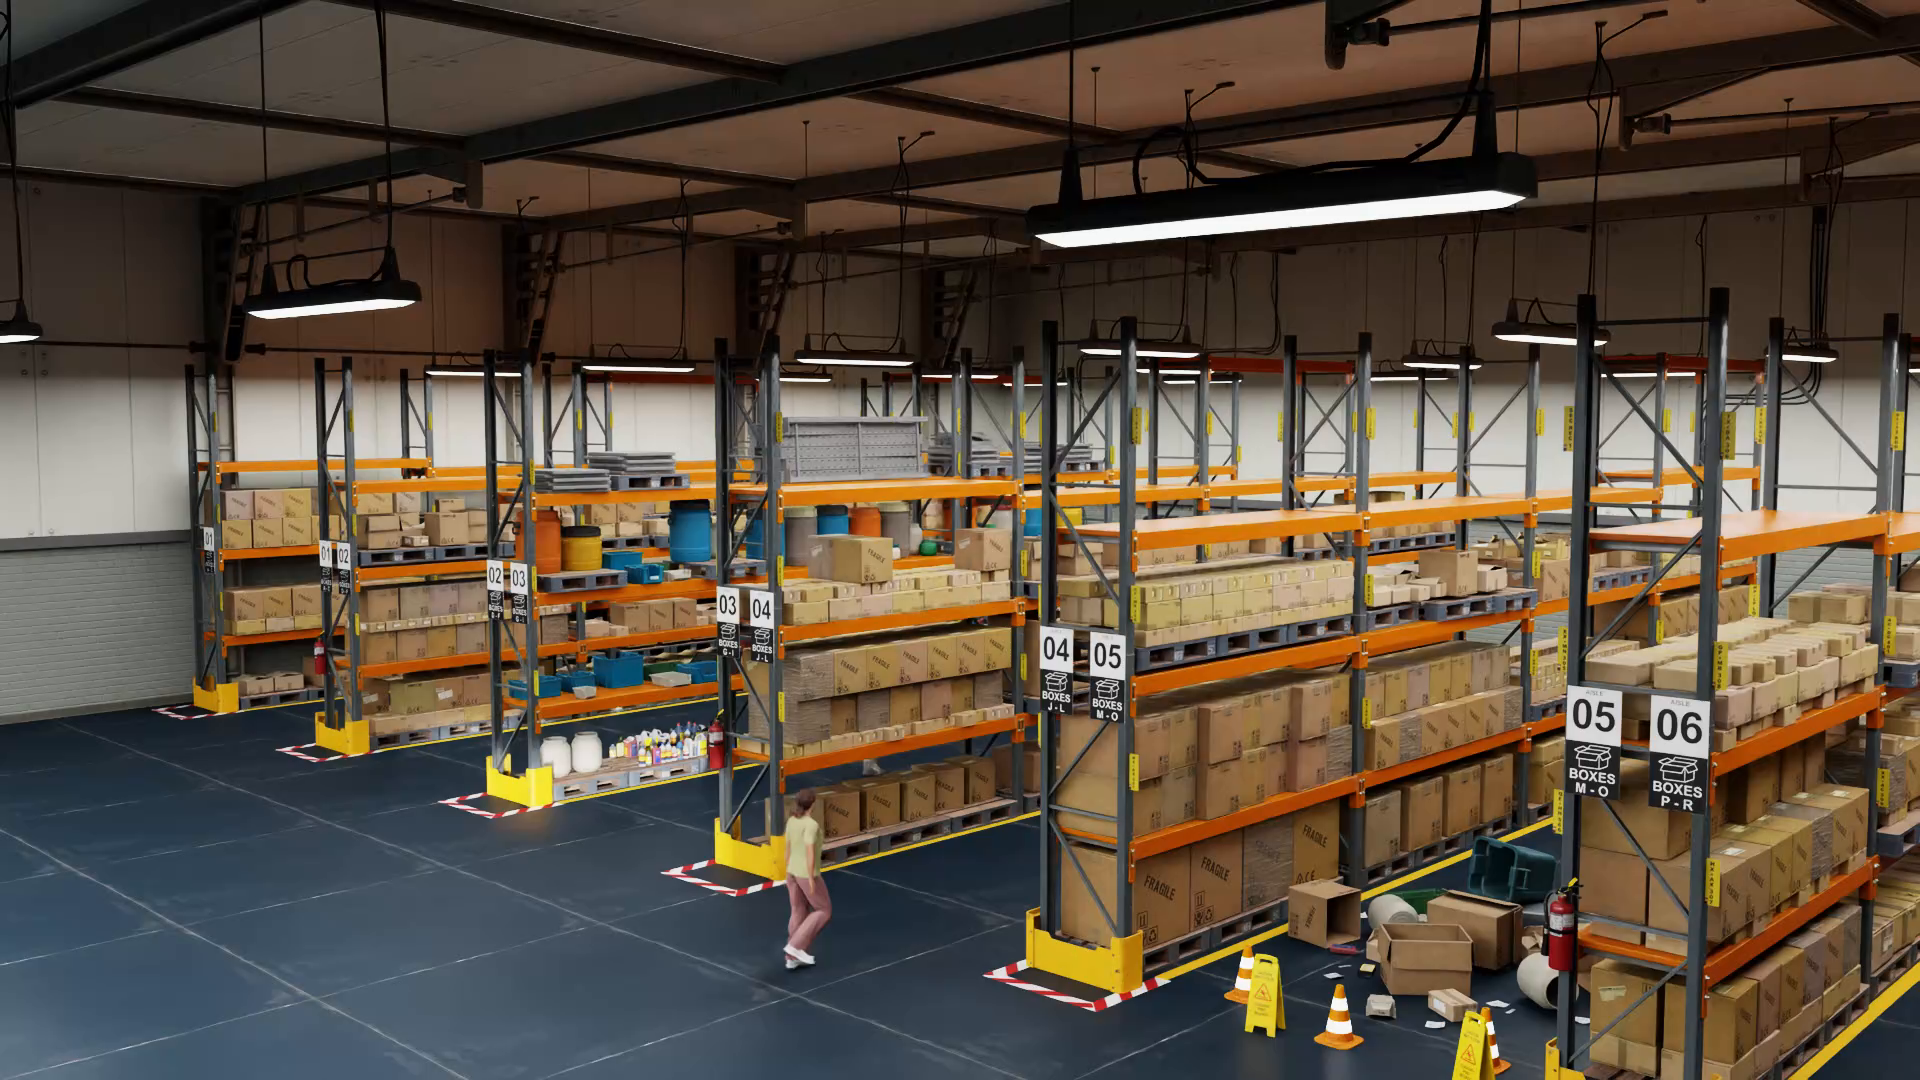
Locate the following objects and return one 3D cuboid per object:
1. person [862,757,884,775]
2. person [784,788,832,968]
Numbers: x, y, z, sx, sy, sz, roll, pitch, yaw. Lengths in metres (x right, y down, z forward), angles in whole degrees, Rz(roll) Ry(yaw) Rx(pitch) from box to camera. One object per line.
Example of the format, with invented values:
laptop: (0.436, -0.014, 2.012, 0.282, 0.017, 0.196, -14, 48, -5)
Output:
person: (-1.217, 2.465, 23.657, 0.482, 1.762, 0.586, -3, 5, -35)
person: (-1.470, 3.143, 15.471, 0.470, 1.660, 0.492, -3, 5, -37)
